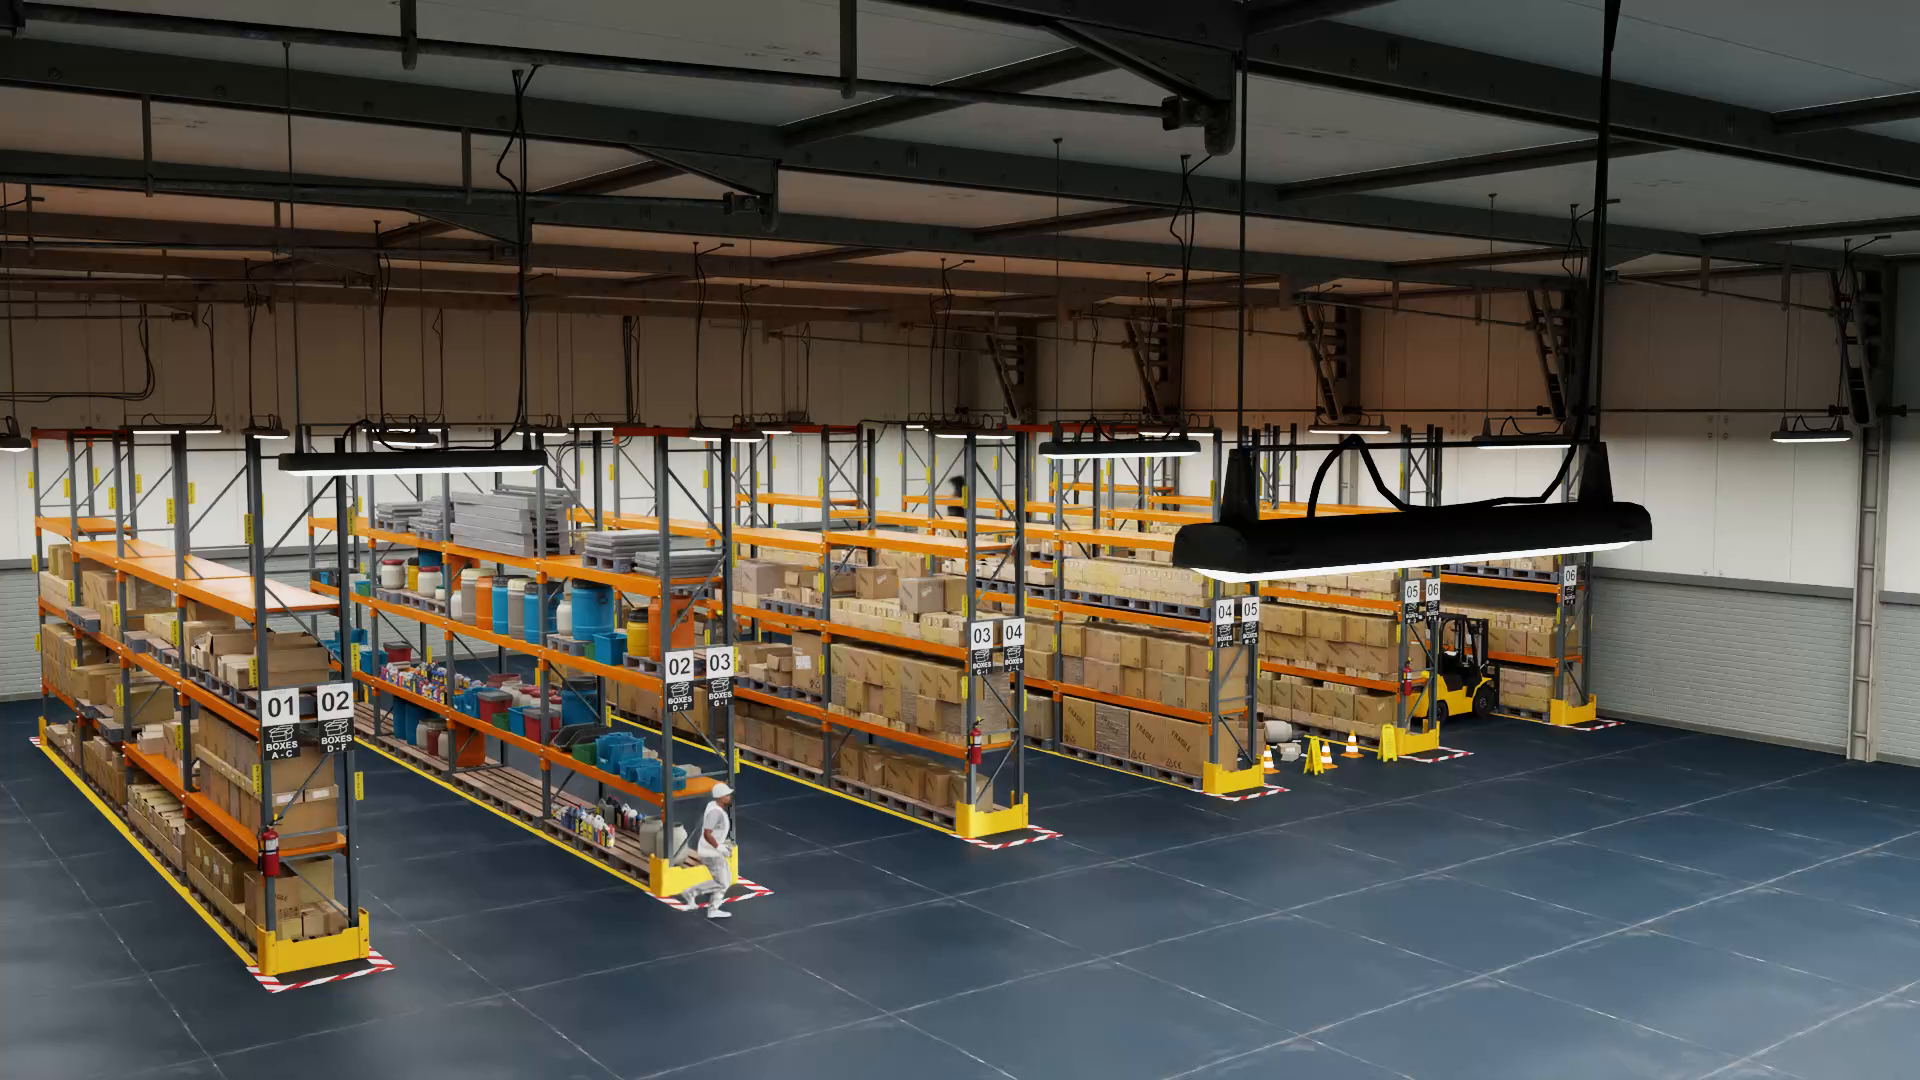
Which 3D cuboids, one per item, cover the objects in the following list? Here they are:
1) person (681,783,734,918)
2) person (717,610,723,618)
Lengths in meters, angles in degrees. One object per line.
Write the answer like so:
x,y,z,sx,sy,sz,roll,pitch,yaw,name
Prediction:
-3.139,3.871,20.689,0.663,1.695,0.660,-1,5,-7,person
-5.699,2.439,39.193,0.722,1.756,0.923,-3,6,-37,person
